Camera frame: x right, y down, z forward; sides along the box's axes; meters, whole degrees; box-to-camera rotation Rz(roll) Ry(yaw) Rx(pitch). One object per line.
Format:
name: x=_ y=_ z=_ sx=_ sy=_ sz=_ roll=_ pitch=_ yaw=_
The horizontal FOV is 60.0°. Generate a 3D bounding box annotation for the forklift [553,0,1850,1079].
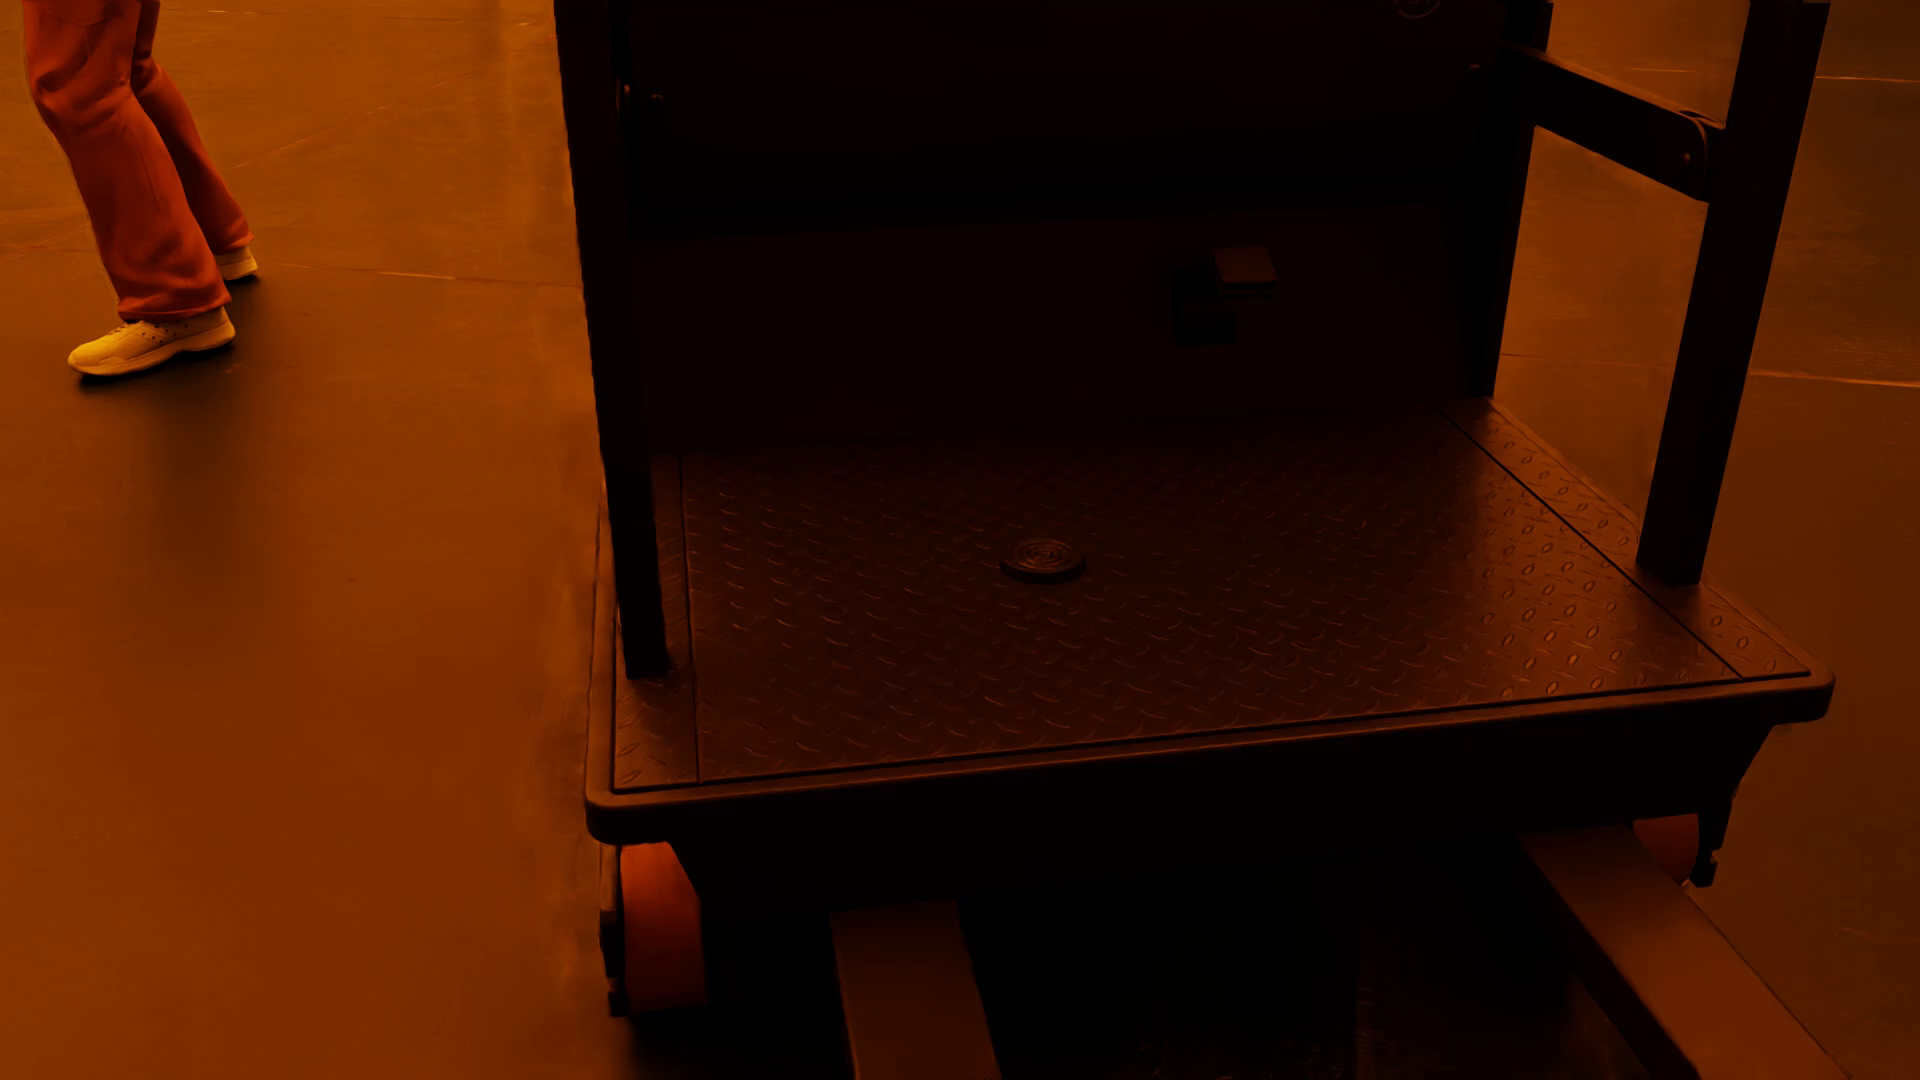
forklift: x=0.161 y=-1.033 z=1.293 sx=1.130 sy=2.935 sz=3.031 roll=-5 pitch=27 yaw=-9

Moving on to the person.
person: x=-1.628 y=-1.206 z=3.085 sx=0.346 sy=1.637 sz=0.831 roll=-7 pitch=28 yaw=-14
